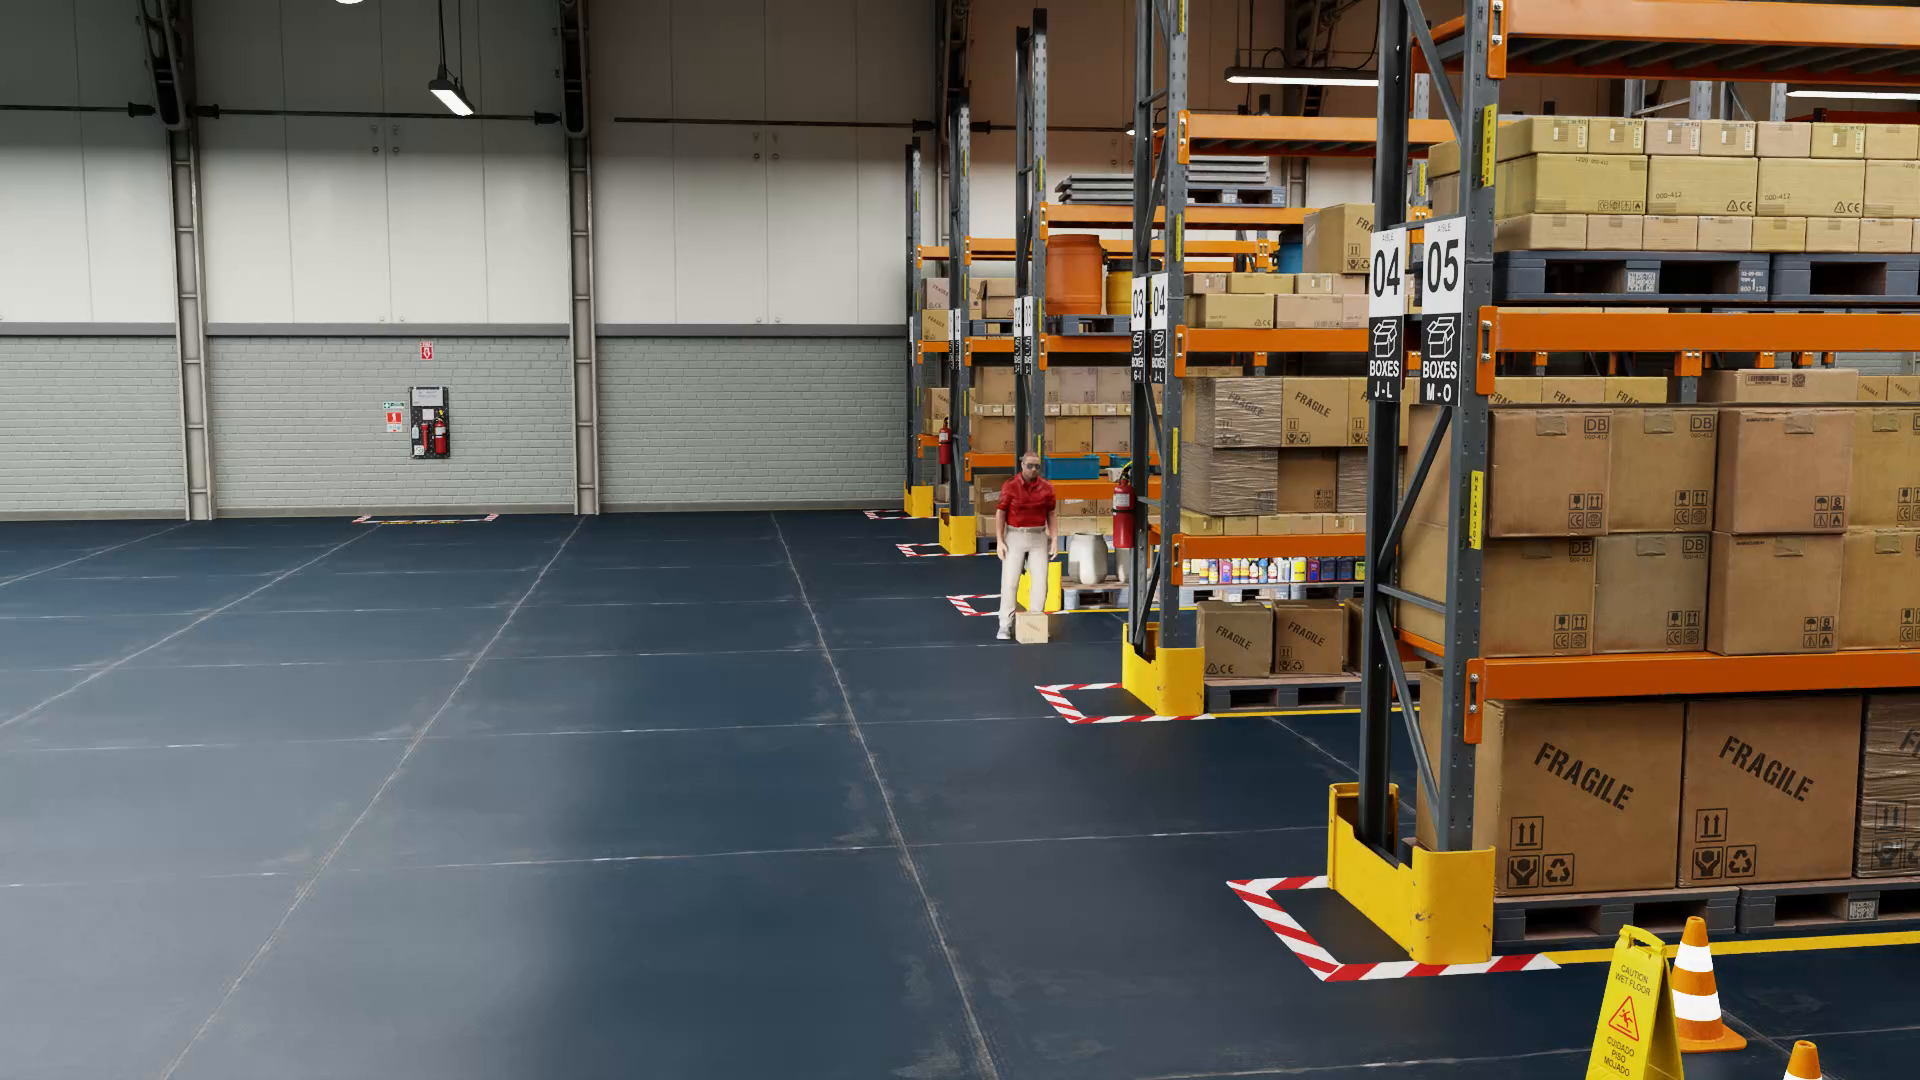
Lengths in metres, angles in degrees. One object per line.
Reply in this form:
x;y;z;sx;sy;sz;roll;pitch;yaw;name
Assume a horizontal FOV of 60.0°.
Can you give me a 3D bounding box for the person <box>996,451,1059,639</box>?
0.618;0.040;15.417;0.601;1.728;0.392;-1;7;-11;person
